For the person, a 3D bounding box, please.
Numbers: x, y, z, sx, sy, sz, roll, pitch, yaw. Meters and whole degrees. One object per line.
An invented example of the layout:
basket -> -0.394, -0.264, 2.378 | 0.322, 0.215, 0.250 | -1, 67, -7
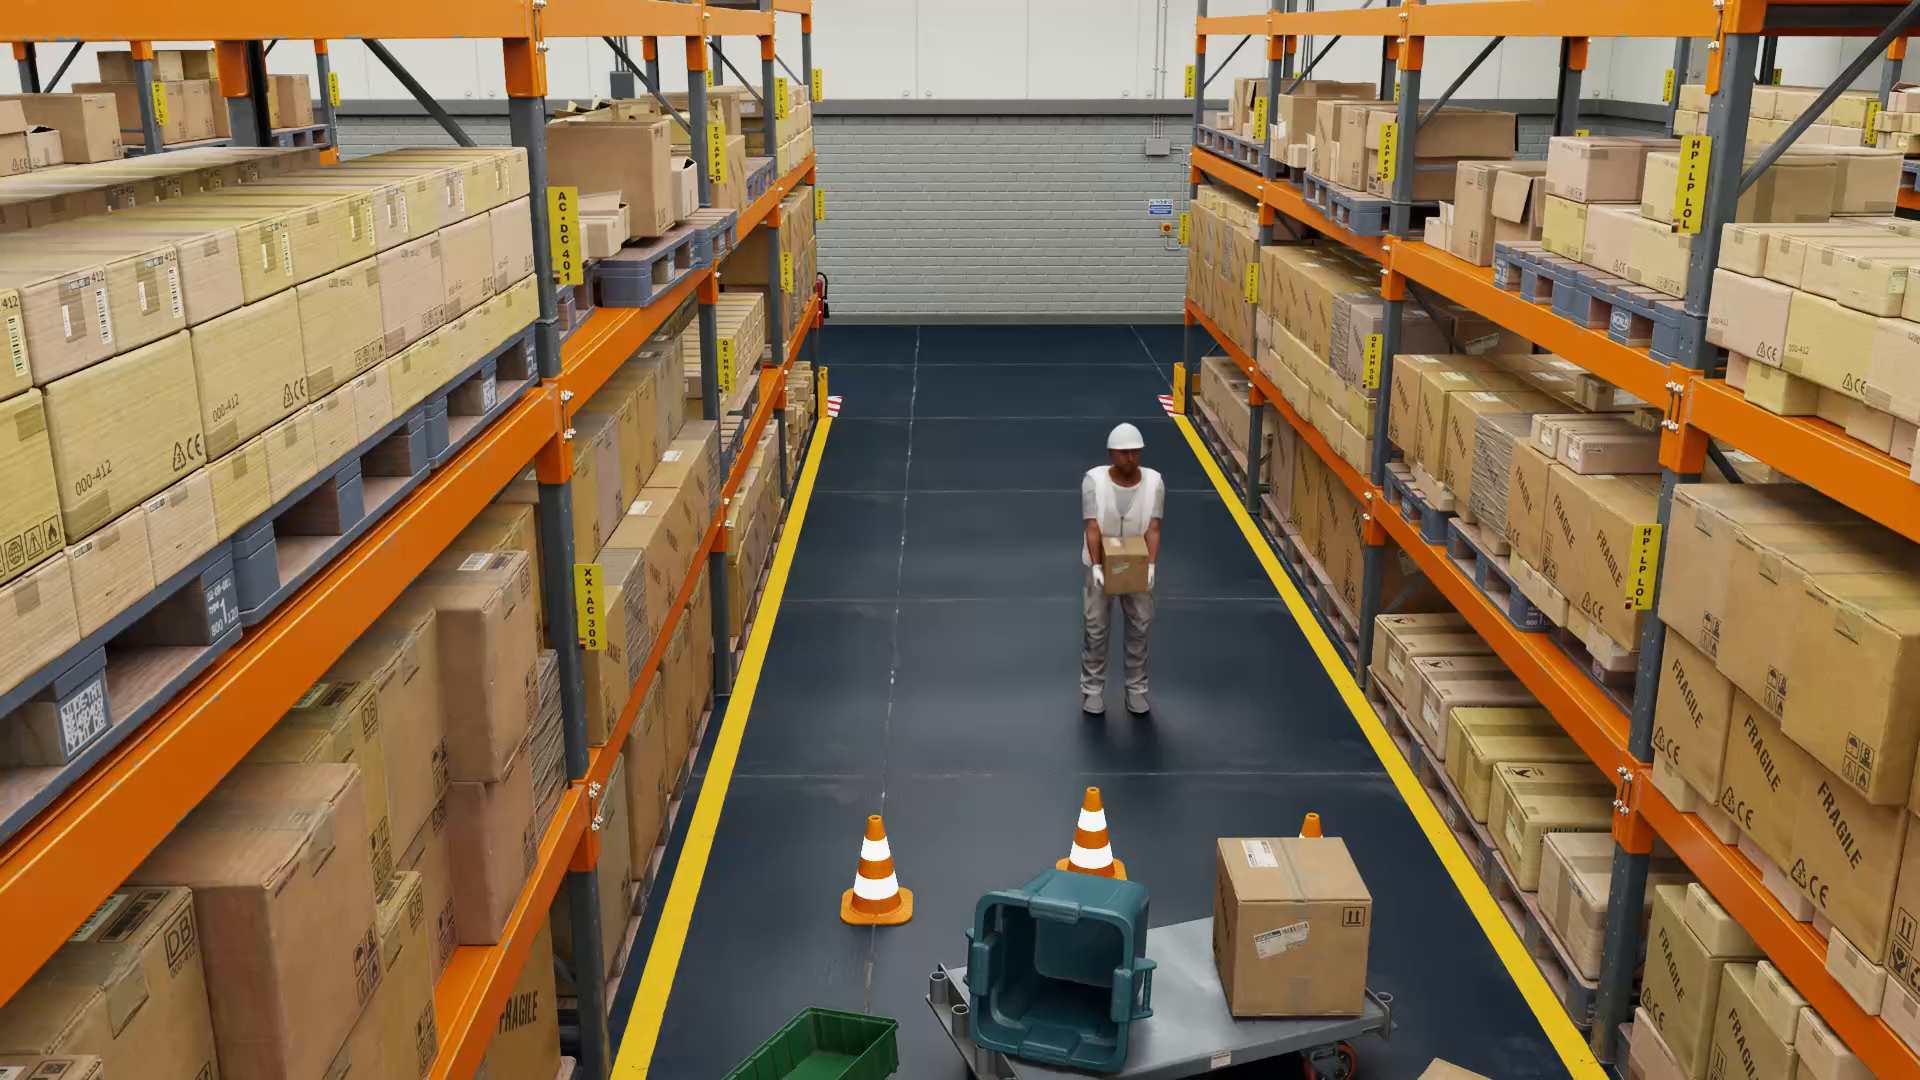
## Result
person -> 0.967, 0.190, 9.890 | 0.491, 1.778, 0.587 | -1, 17, -2
